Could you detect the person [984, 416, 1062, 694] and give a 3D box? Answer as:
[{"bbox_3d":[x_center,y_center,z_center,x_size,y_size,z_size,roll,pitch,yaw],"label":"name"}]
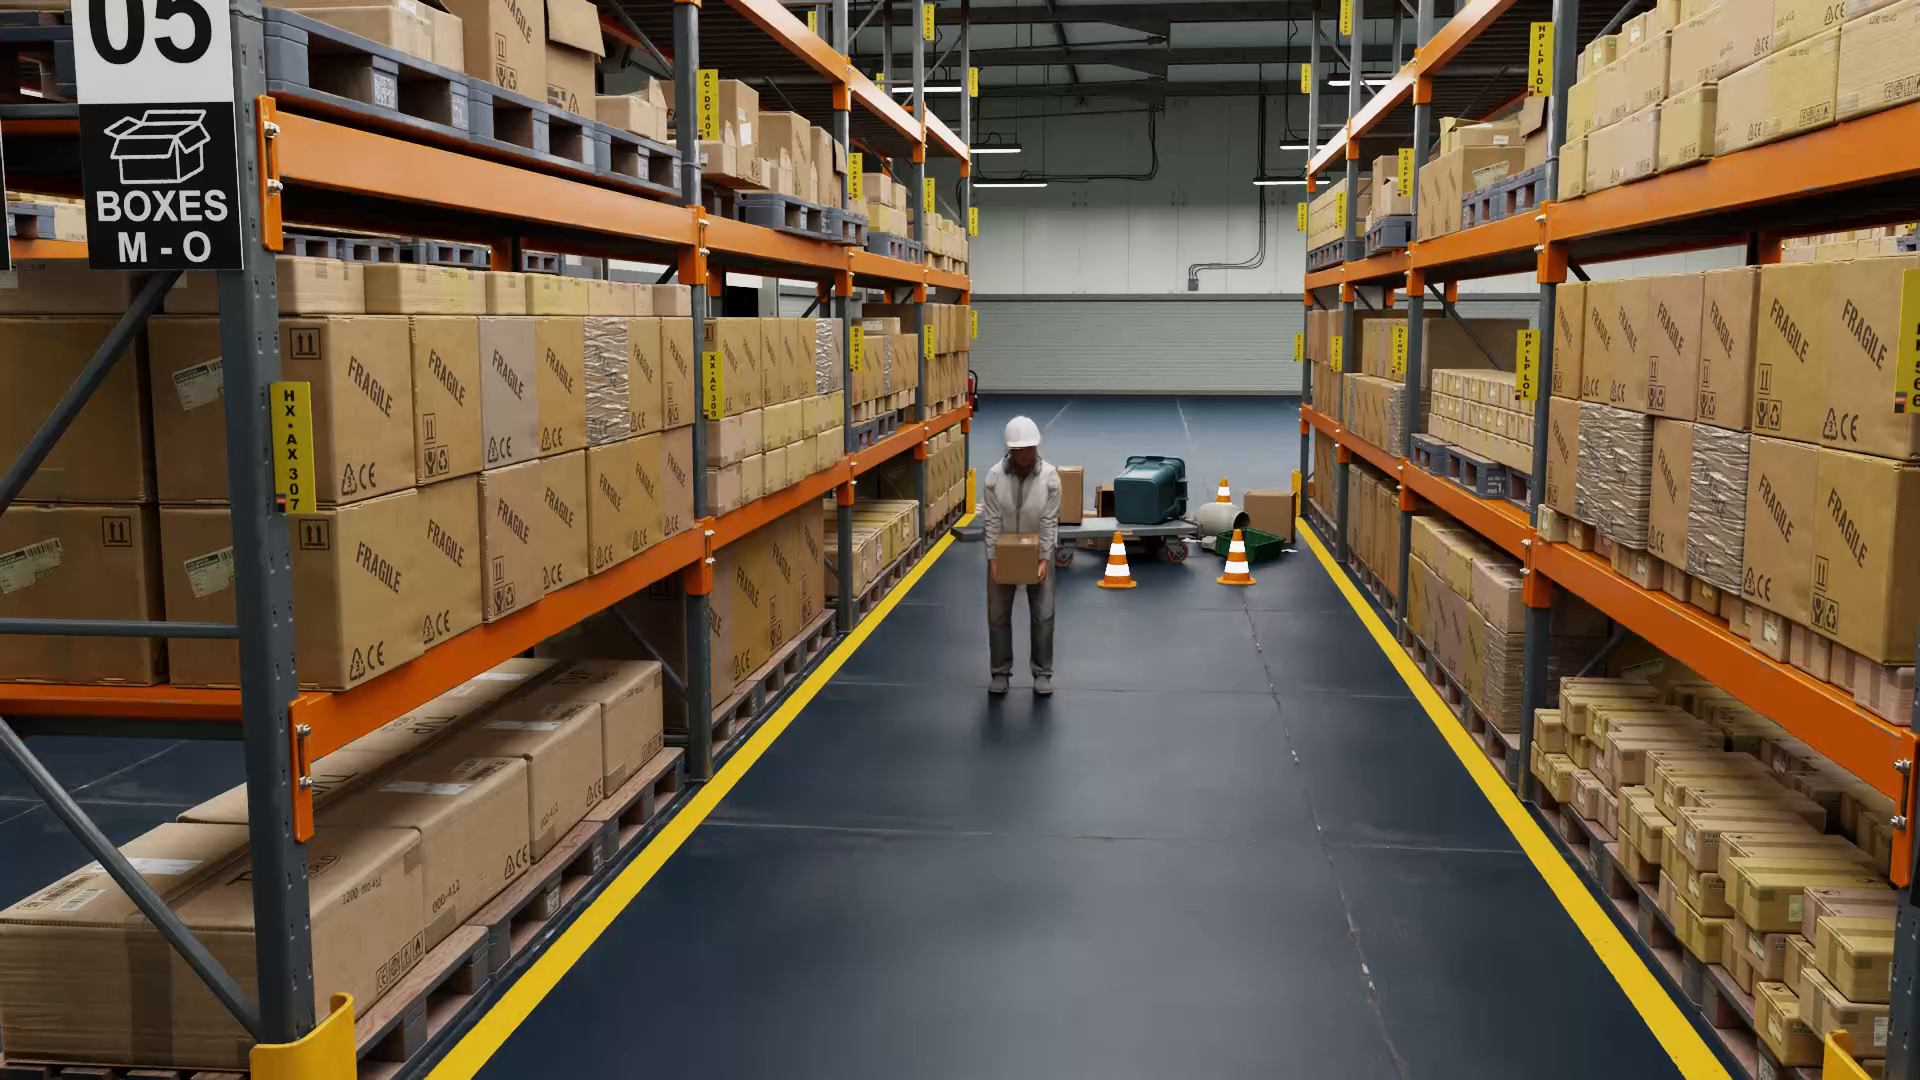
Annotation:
[{"bbox_3d":[0.383,0.096,10.177,0.475,1.722,0.615,1,8,5],"label":"person"}]
